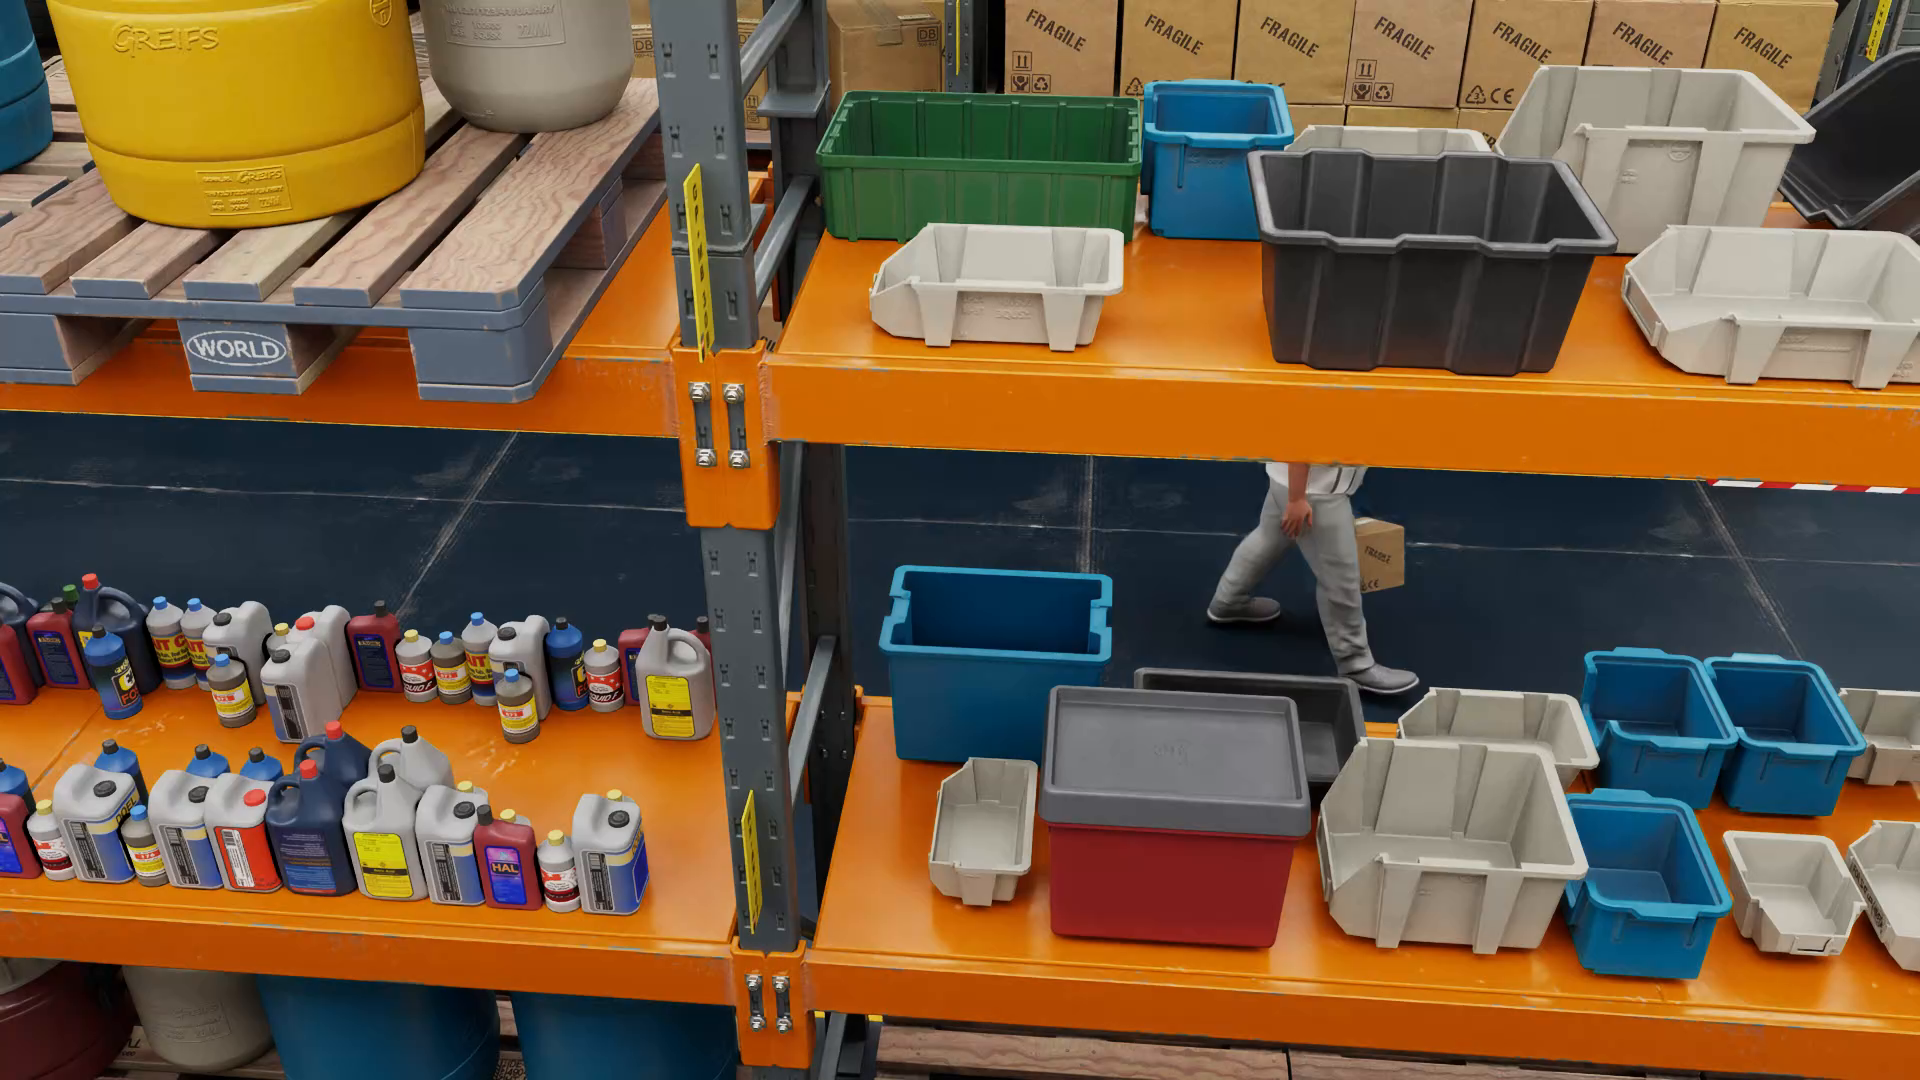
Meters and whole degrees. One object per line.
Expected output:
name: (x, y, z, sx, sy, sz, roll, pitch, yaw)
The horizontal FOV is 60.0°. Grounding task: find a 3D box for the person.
person: (1.479, -0.267, 6.559, 0.936, 1.712, 0.573, 12, 34, 18)
